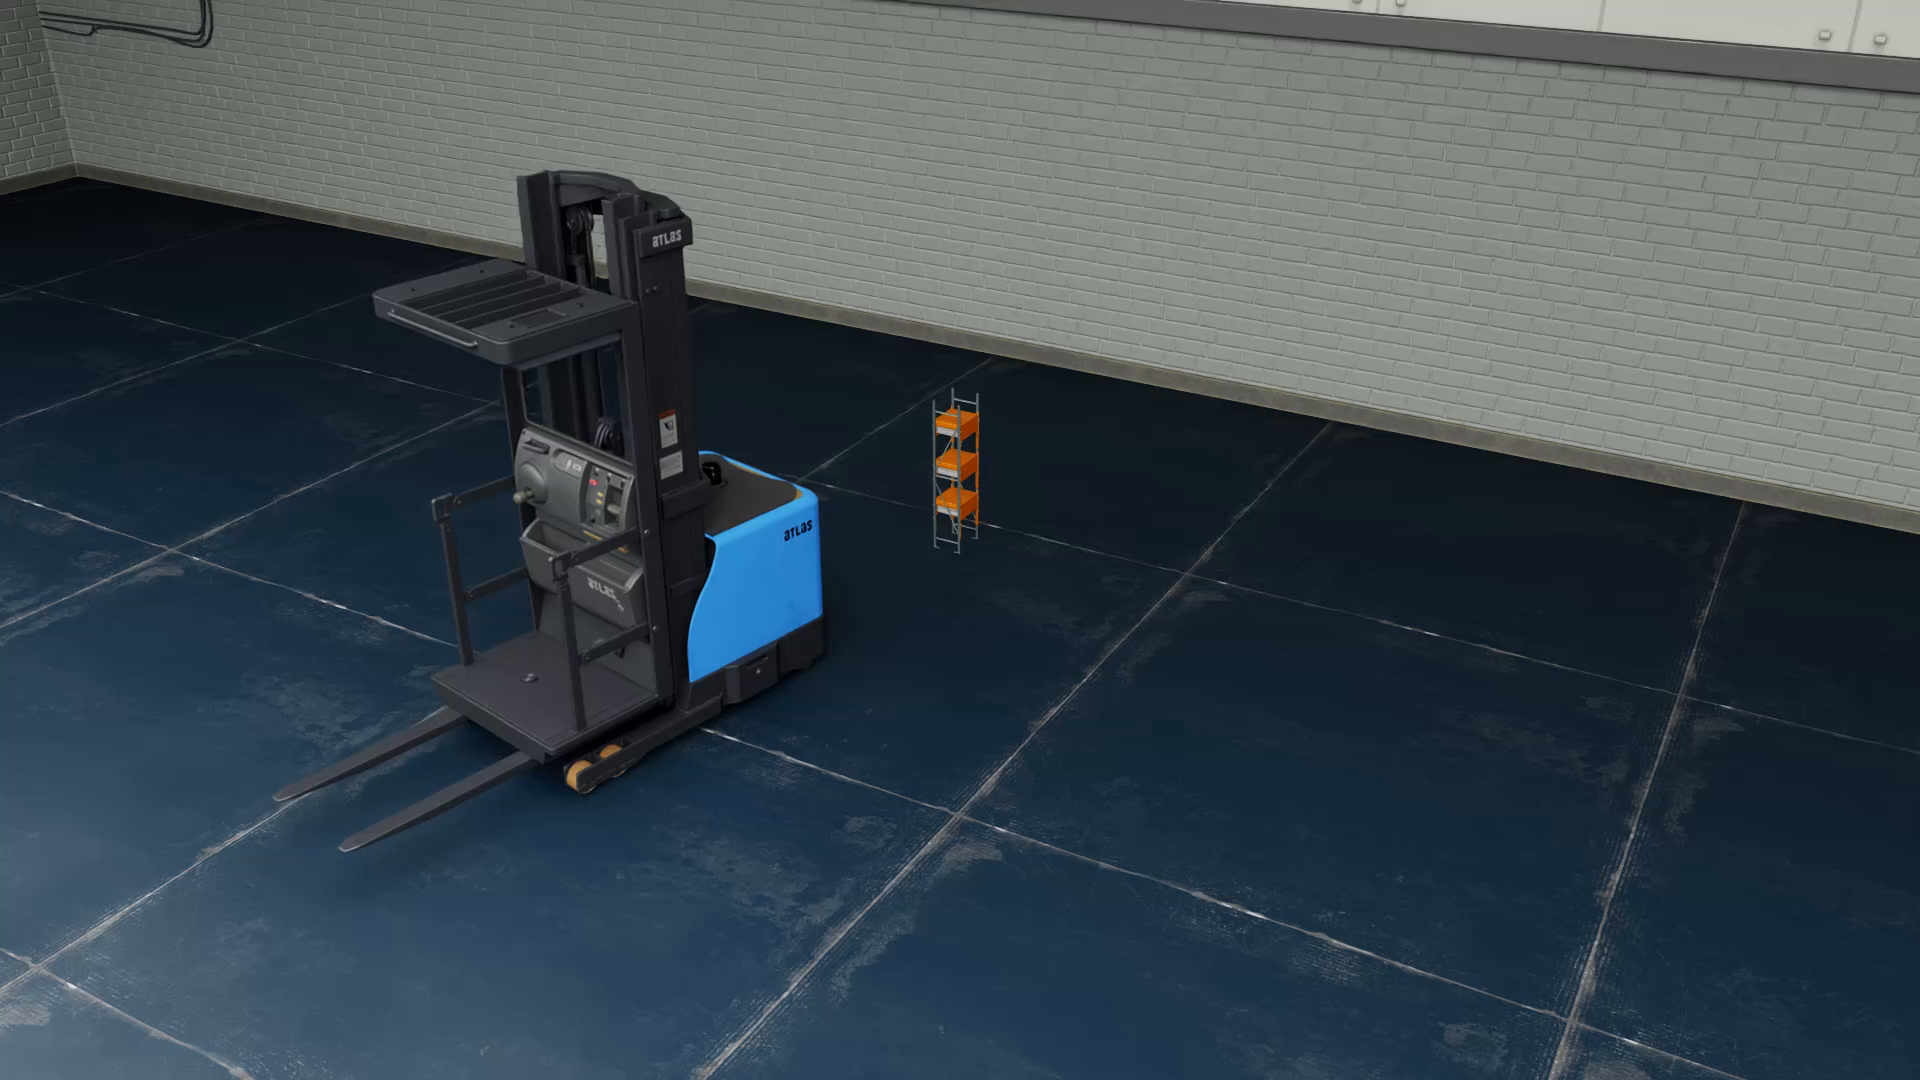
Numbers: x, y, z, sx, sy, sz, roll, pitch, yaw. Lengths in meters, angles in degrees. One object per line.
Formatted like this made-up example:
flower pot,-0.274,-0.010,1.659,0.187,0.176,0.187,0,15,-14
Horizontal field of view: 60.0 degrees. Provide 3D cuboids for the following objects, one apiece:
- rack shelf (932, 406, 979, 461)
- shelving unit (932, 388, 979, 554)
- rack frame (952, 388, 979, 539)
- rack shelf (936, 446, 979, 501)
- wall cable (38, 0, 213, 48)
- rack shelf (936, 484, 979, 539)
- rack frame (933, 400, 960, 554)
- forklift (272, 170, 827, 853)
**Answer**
rack shelf,-0.026,-0.693,10.771,0.215,0.259,0.240,14,30,26
shelving unit,-0.026,-0.449,10.893,0.215,1.050,0.252,14,30,26
rack frame,0.034,-0.496,10.988,0.200,1.050,0.008,14,30,26
rack shelf,-0.026,-0.439,10.898,0.215,0.259,0.240,14,30,26
wall cable,-9.274,-6.647,17.864,3.097,2.526,0.112,14,30,26
rack shelf,-0.026,-0.191,11.022,0.215,0.259,0.240,14,30,26
rack frame,-0.086,-0.401,10.798,0.200,1.050,0.008,14,30,26
forklift,-2.126,-0.262,8.419,1.130,2.935,3.031,21,34,36
